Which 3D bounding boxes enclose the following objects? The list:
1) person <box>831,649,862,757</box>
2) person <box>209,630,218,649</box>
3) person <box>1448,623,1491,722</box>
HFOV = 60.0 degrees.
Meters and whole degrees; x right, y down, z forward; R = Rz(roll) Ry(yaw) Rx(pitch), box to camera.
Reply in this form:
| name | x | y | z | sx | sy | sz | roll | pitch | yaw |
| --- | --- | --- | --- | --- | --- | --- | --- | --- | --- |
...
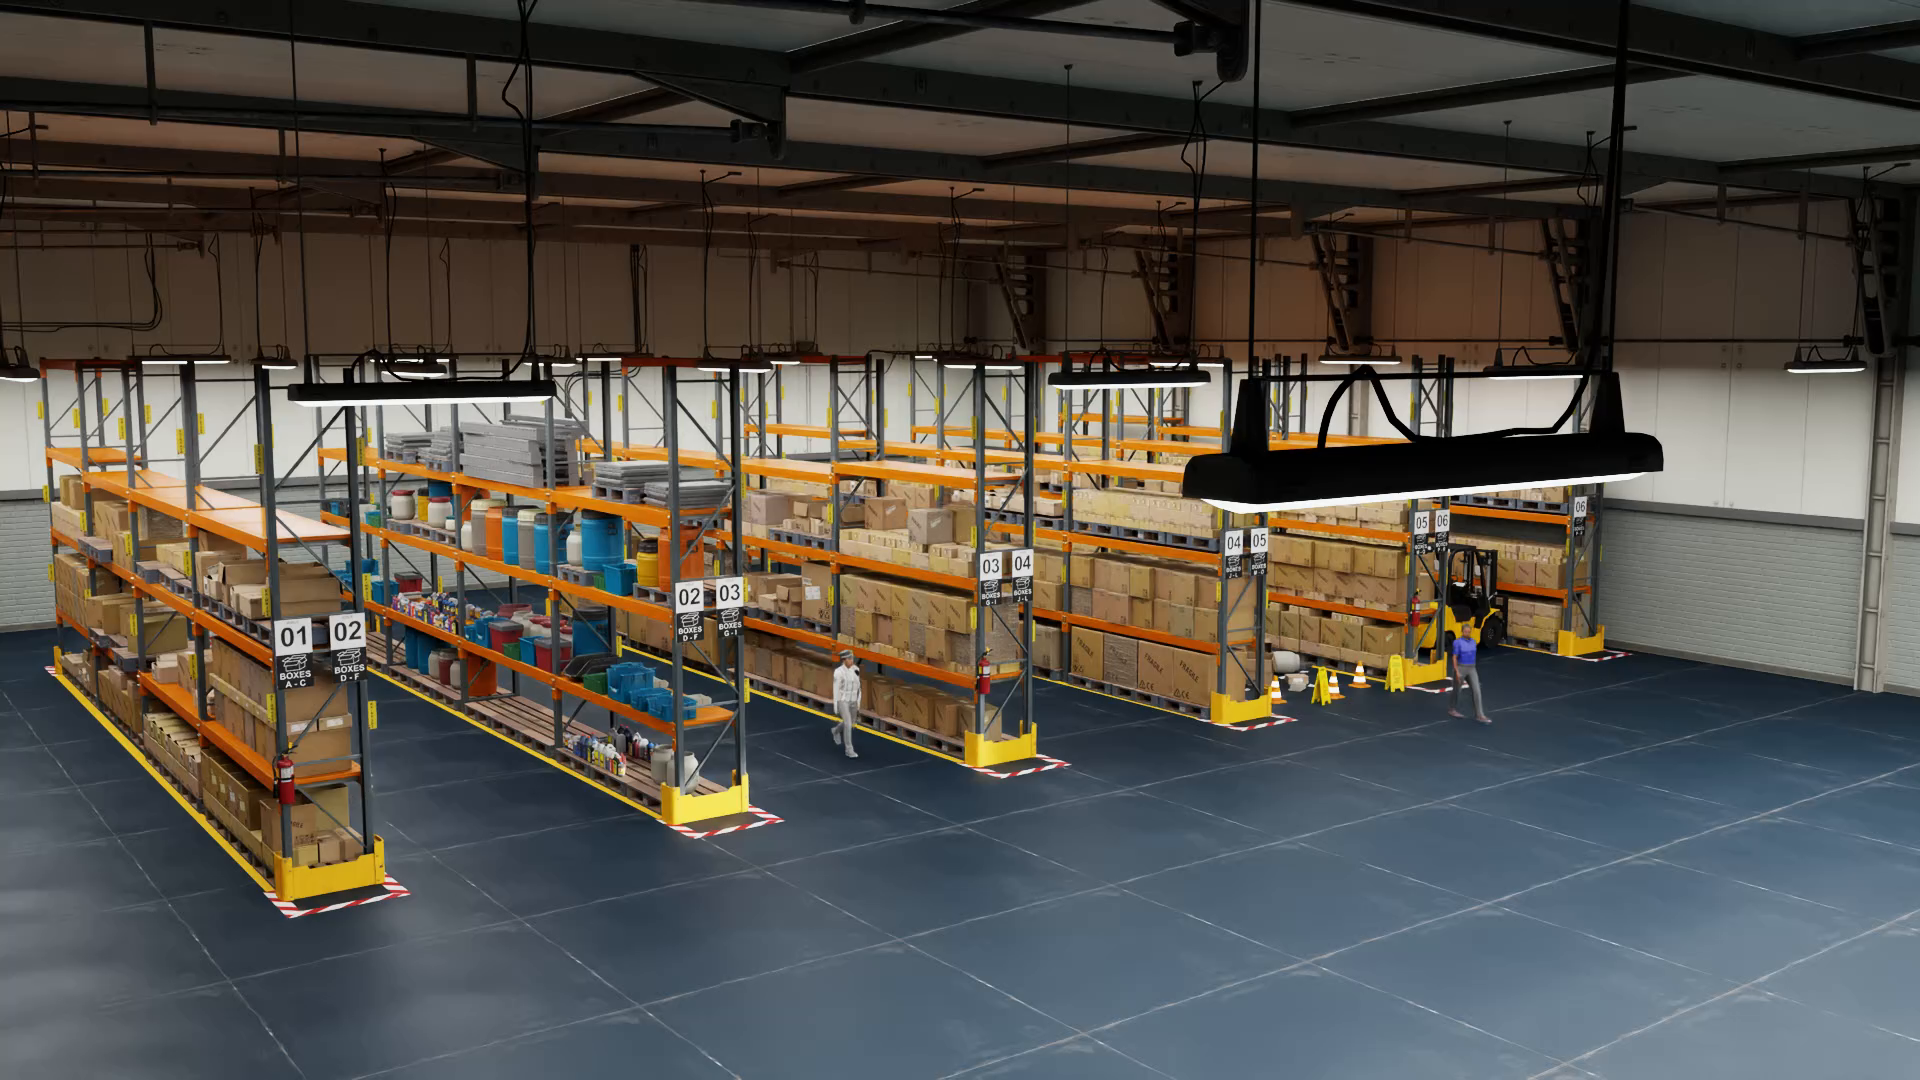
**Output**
| name | x | y | z | sx | sy | sz | roll | pitch | yaw |
| --- | --- | --- | --- | --- | --- | --- | --- | --- | --- |
| person | -1.759 | 2.449 | 25.498 | 0.492 | 1.633 | 0.852 | -5 | 9 | -38 |
| person | -13.317 | 1.894 | 29.737 | 0.535 | 1.728 | 1.095 | -6 | 9 | -39 |
| person | 8.454 | 2.199 | 27.670 | 0.493 | 1.611 | 0.929 | -1 | 7 | -7 |
